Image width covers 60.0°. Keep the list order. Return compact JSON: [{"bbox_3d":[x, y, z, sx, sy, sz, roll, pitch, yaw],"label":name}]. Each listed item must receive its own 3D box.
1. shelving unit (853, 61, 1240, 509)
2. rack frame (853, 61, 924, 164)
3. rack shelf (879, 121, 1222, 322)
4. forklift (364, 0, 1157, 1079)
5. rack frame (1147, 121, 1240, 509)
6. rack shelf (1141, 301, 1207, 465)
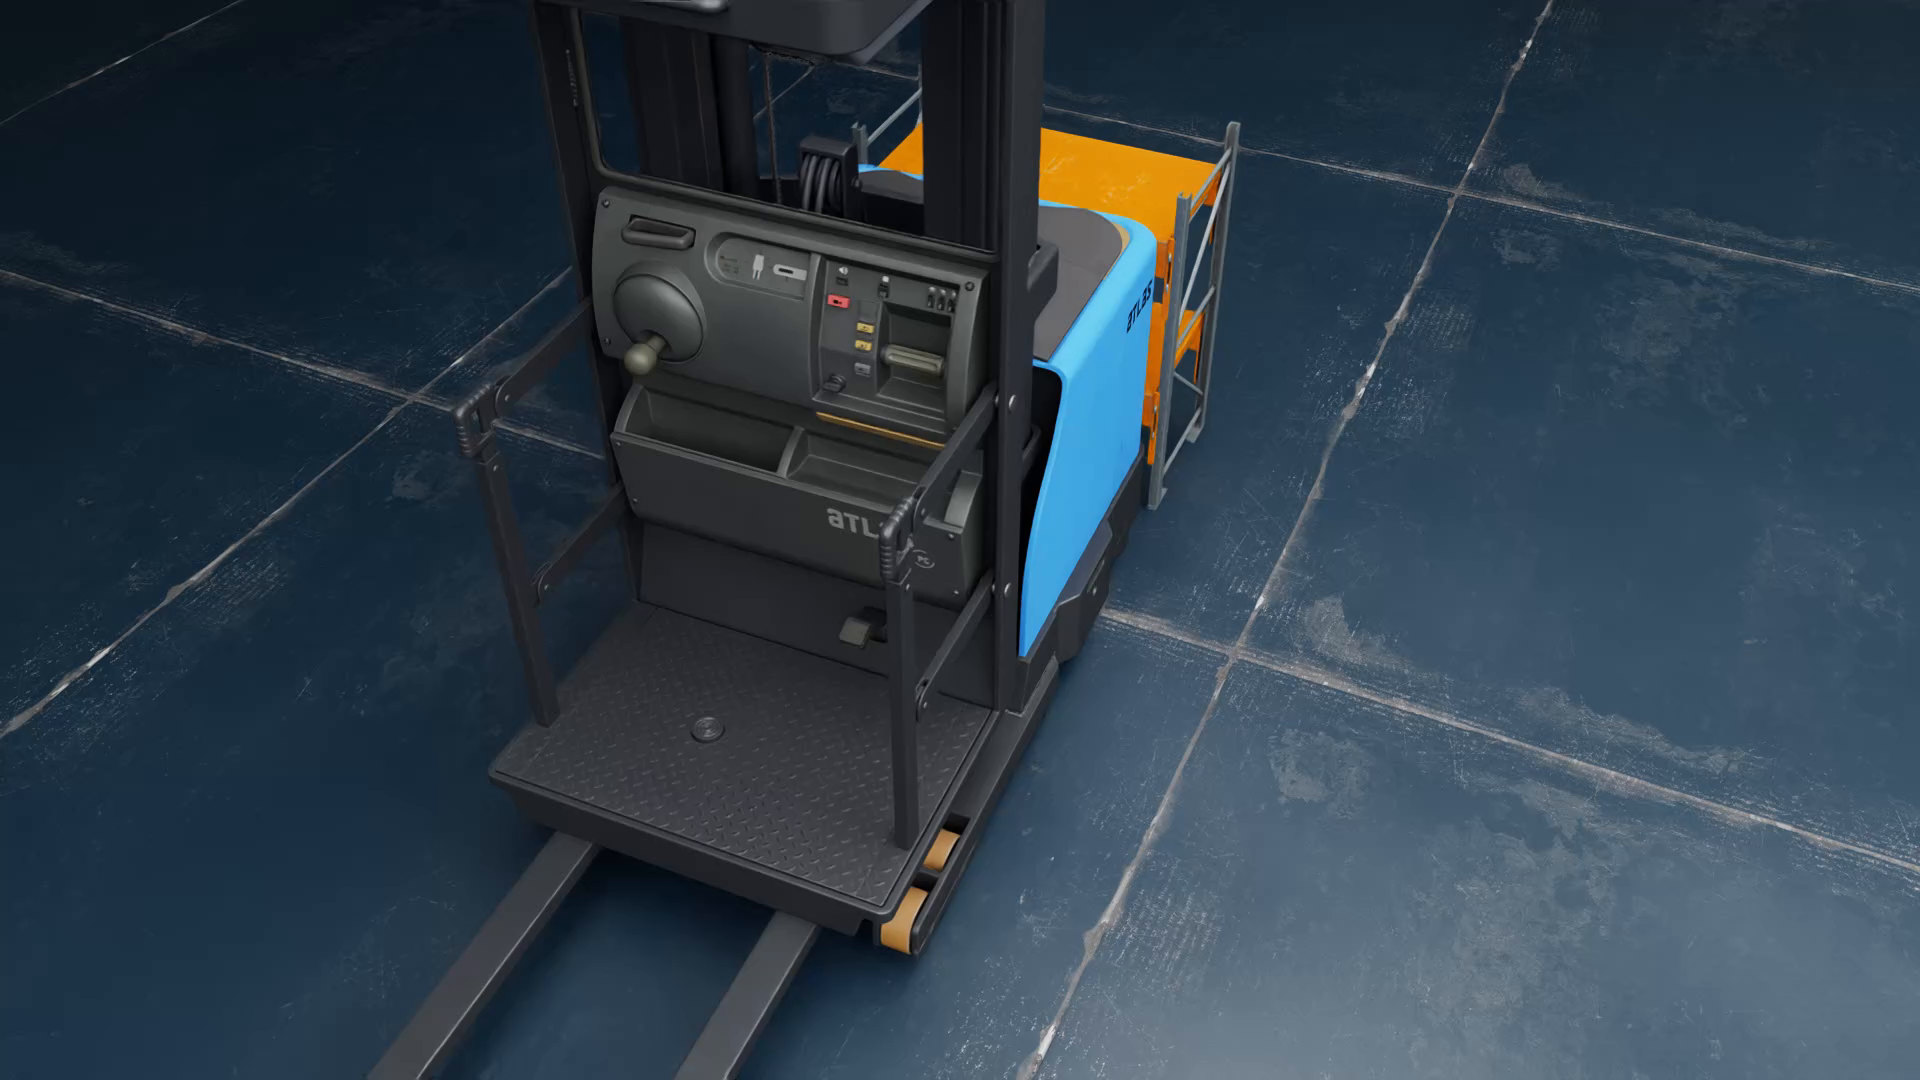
[{"bbox_3d":[0.259,-0.814,5.330,1.048,1.125,0.538,17,44,18],"label":"shelving unit"},{"bbox_3d":[-0.204,-0.952,5.489,0.032,1.125,0.500,17,44,18],"label":"rack frame"},{"bbox_3d":[0.259,-1.035,5.139,1.000,0.278,0.538,17,44,18],"label":"rack shelf"},{"bbox_3d":[-0.476,-0.418,3.494,1.130,2.935,3.031,16,43,17],"label":"forklift"},{"bbox_3d":[0.722,-0.676,5.171,0.032,1.125,0.500,17,44,18],"label":"rack frame"},{"bbox_3d":[0.259,-0.629,5.490,1.000,0.278,0.538,17,44,18],"label":"rack shelf"}]
